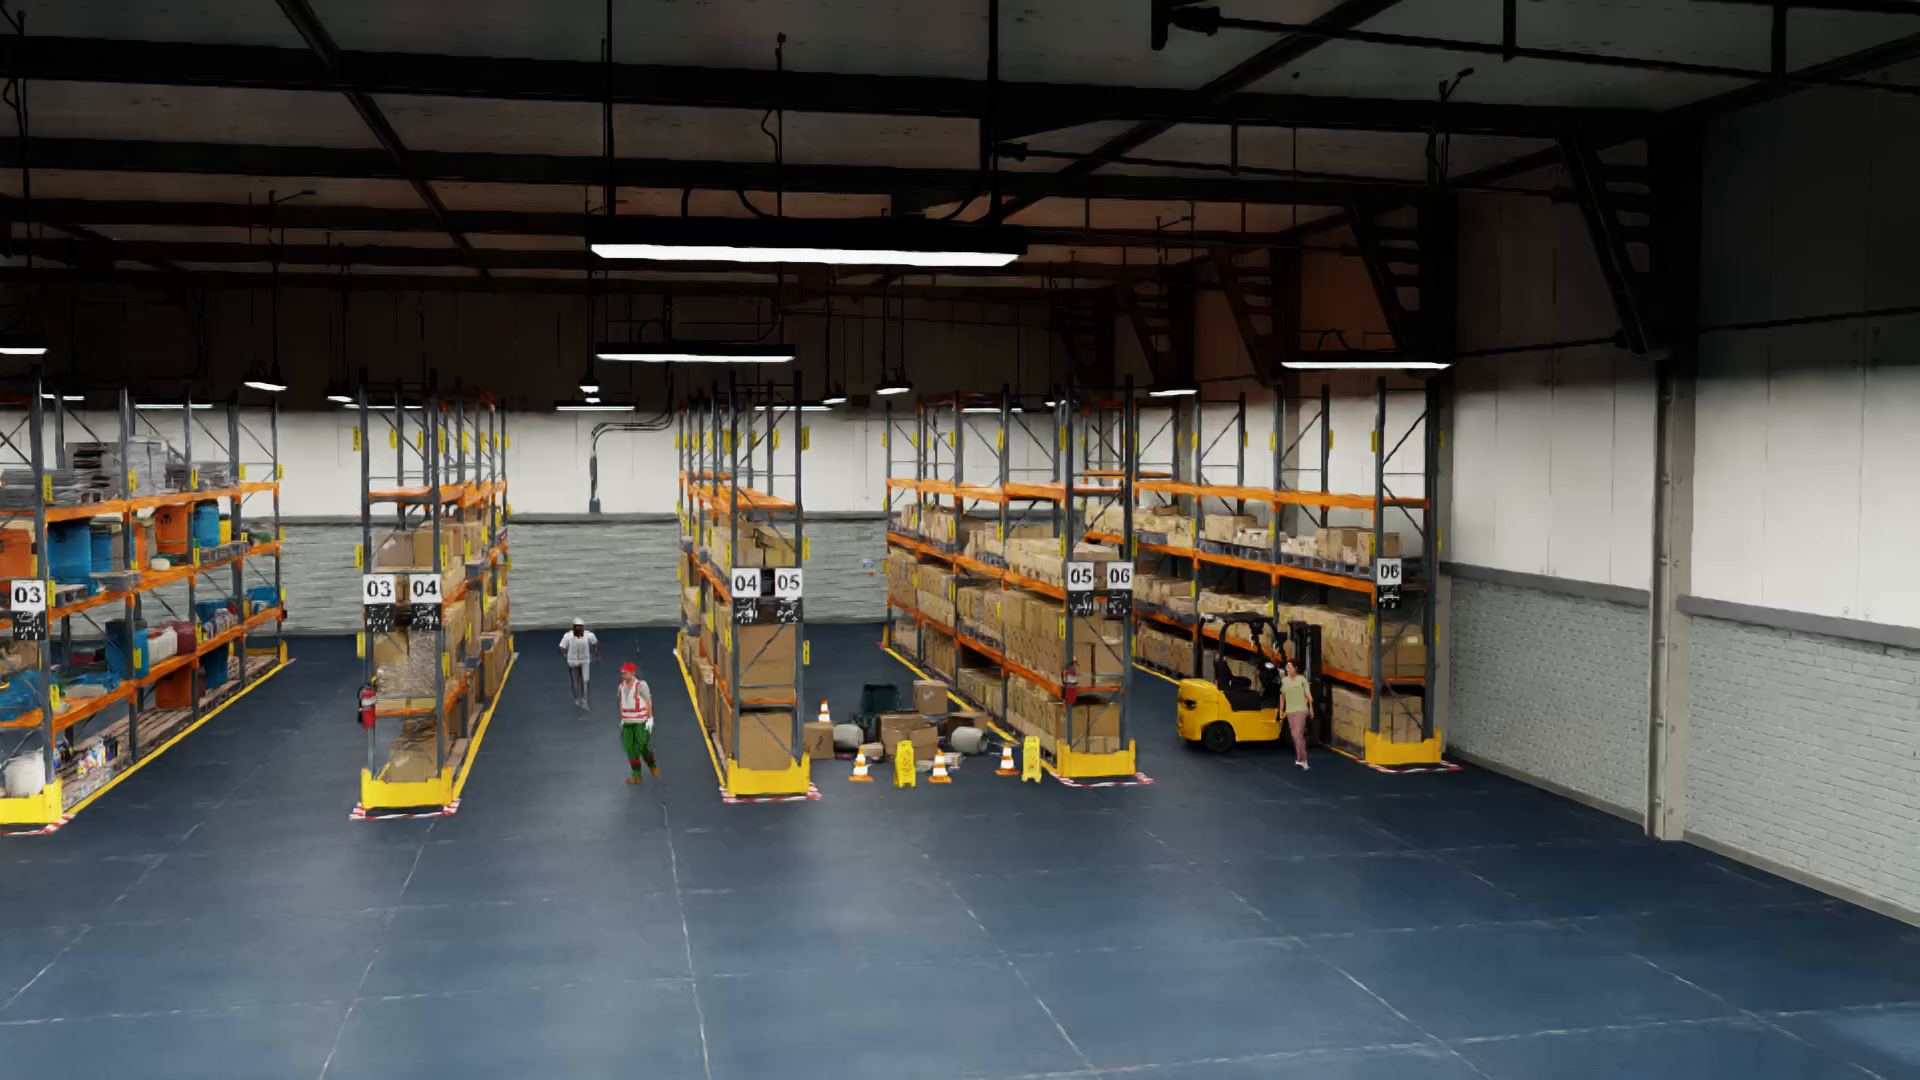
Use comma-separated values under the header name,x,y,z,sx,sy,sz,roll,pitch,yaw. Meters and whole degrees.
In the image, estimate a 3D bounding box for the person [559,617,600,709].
name,x,y,z,sx,sy,sz,roll,pitch,yaw
person,-7.166,2.288,31.294,0.734,1.697,0.856,0,3,-7

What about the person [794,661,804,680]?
name,x,y,z,sx,sy,sz,roll,pitch,yaw
person,-3.450,2.079,34.858,0.415,1.677,0.537,-3,5,-43

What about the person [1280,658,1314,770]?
name,x,y,z,sx,sy,sz,roll,pitch,yaw
person,5.196,2.648,25.560,0.568,1.674,0.494,3,5,41

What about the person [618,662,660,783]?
name,x,y,z,sx,sy,sz,roll,pitch,yaw
person,-4.737,2.662,24.453,0.588,1.779,0.576,2,4,24
